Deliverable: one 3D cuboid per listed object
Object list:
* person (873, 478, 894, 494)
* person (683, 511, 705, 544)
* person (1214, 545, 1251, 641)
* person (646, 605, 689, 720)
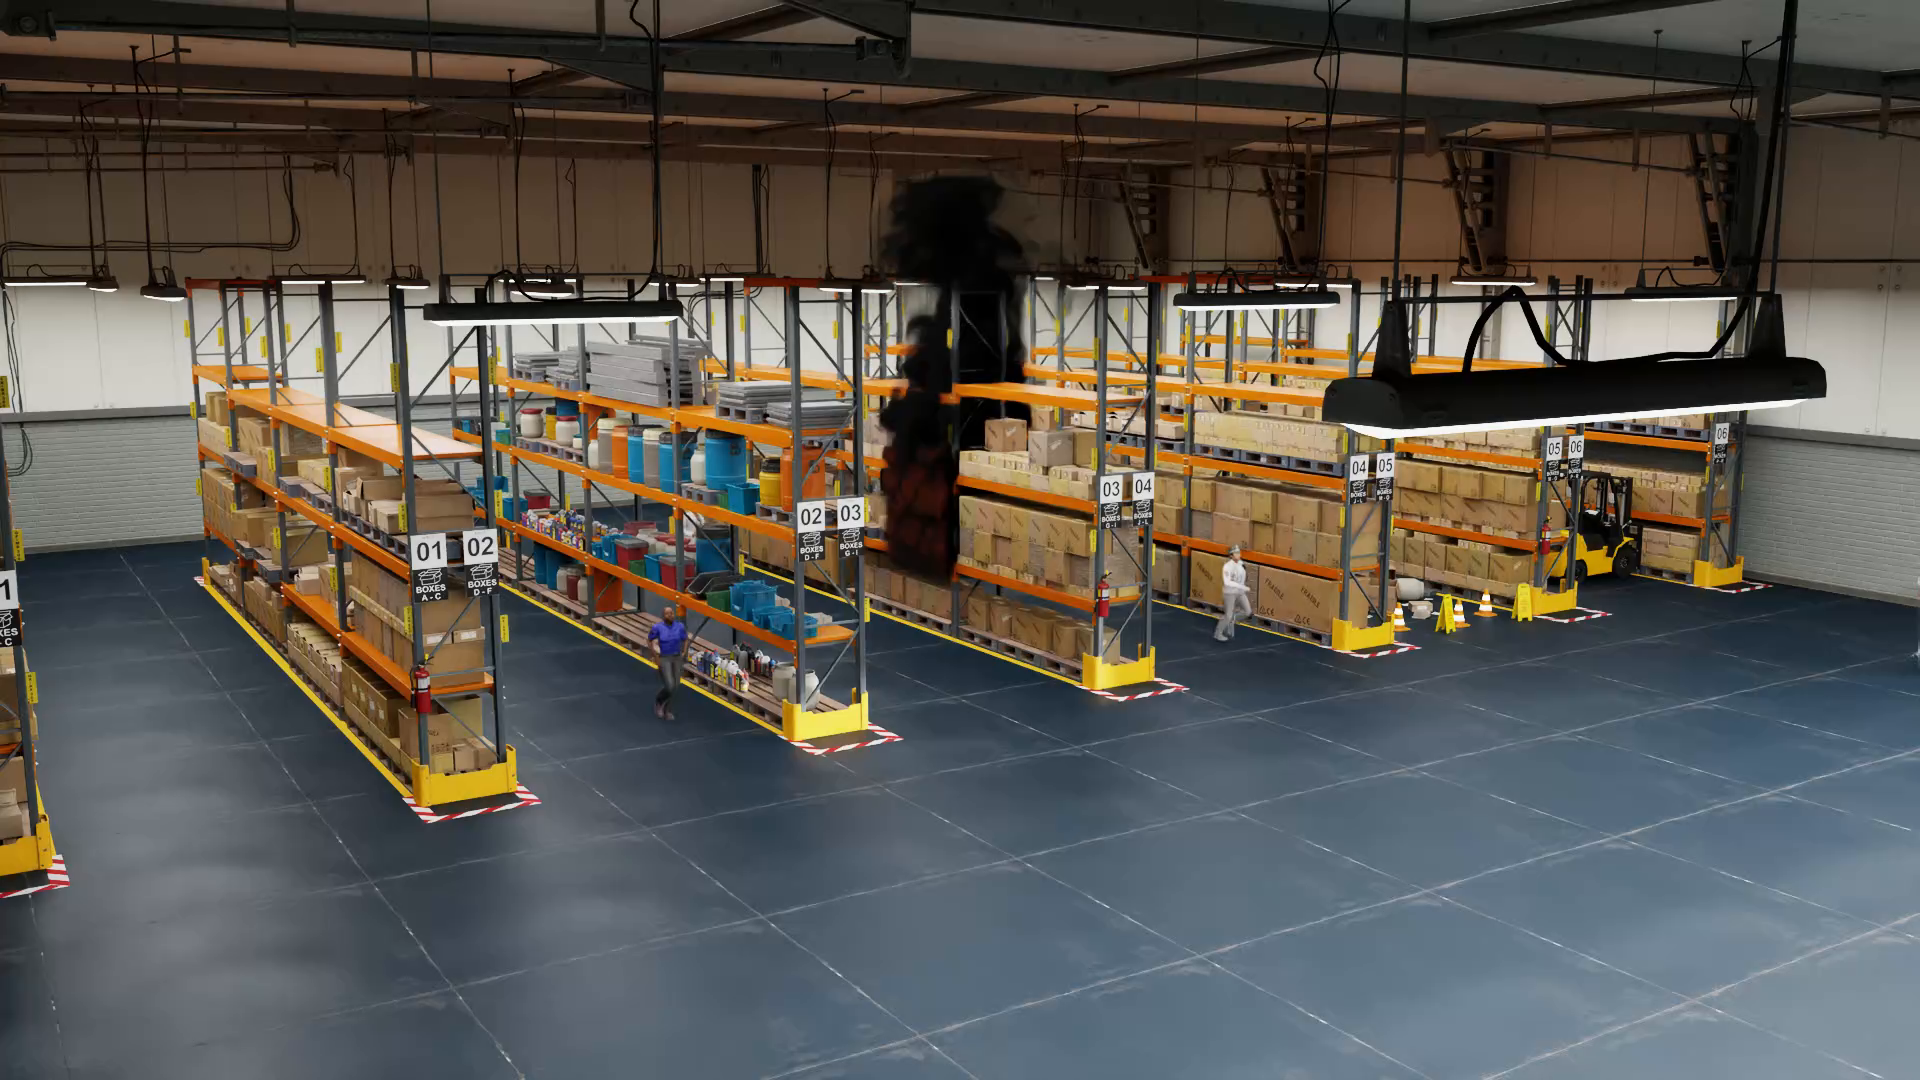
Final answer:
[{"bbox_3d":[-1.987,-1.591,42.075,0.940,1.750,0.750,1,10,4],"label":"person"},{"bbox_3d":[-5.158,0.098,32.107,0.691,1.783,1.012,-9,13,-44],"label":"person"},{"bbox_3d":[4.577,0.878,27.622,0.634,1.651,0.729,-8,12,-38],"label":"person"},{"bbox_3d":[-3.991,1.709,23.005,0.561,1.610,0.558,-5,11,-28],"label":"person"}]
